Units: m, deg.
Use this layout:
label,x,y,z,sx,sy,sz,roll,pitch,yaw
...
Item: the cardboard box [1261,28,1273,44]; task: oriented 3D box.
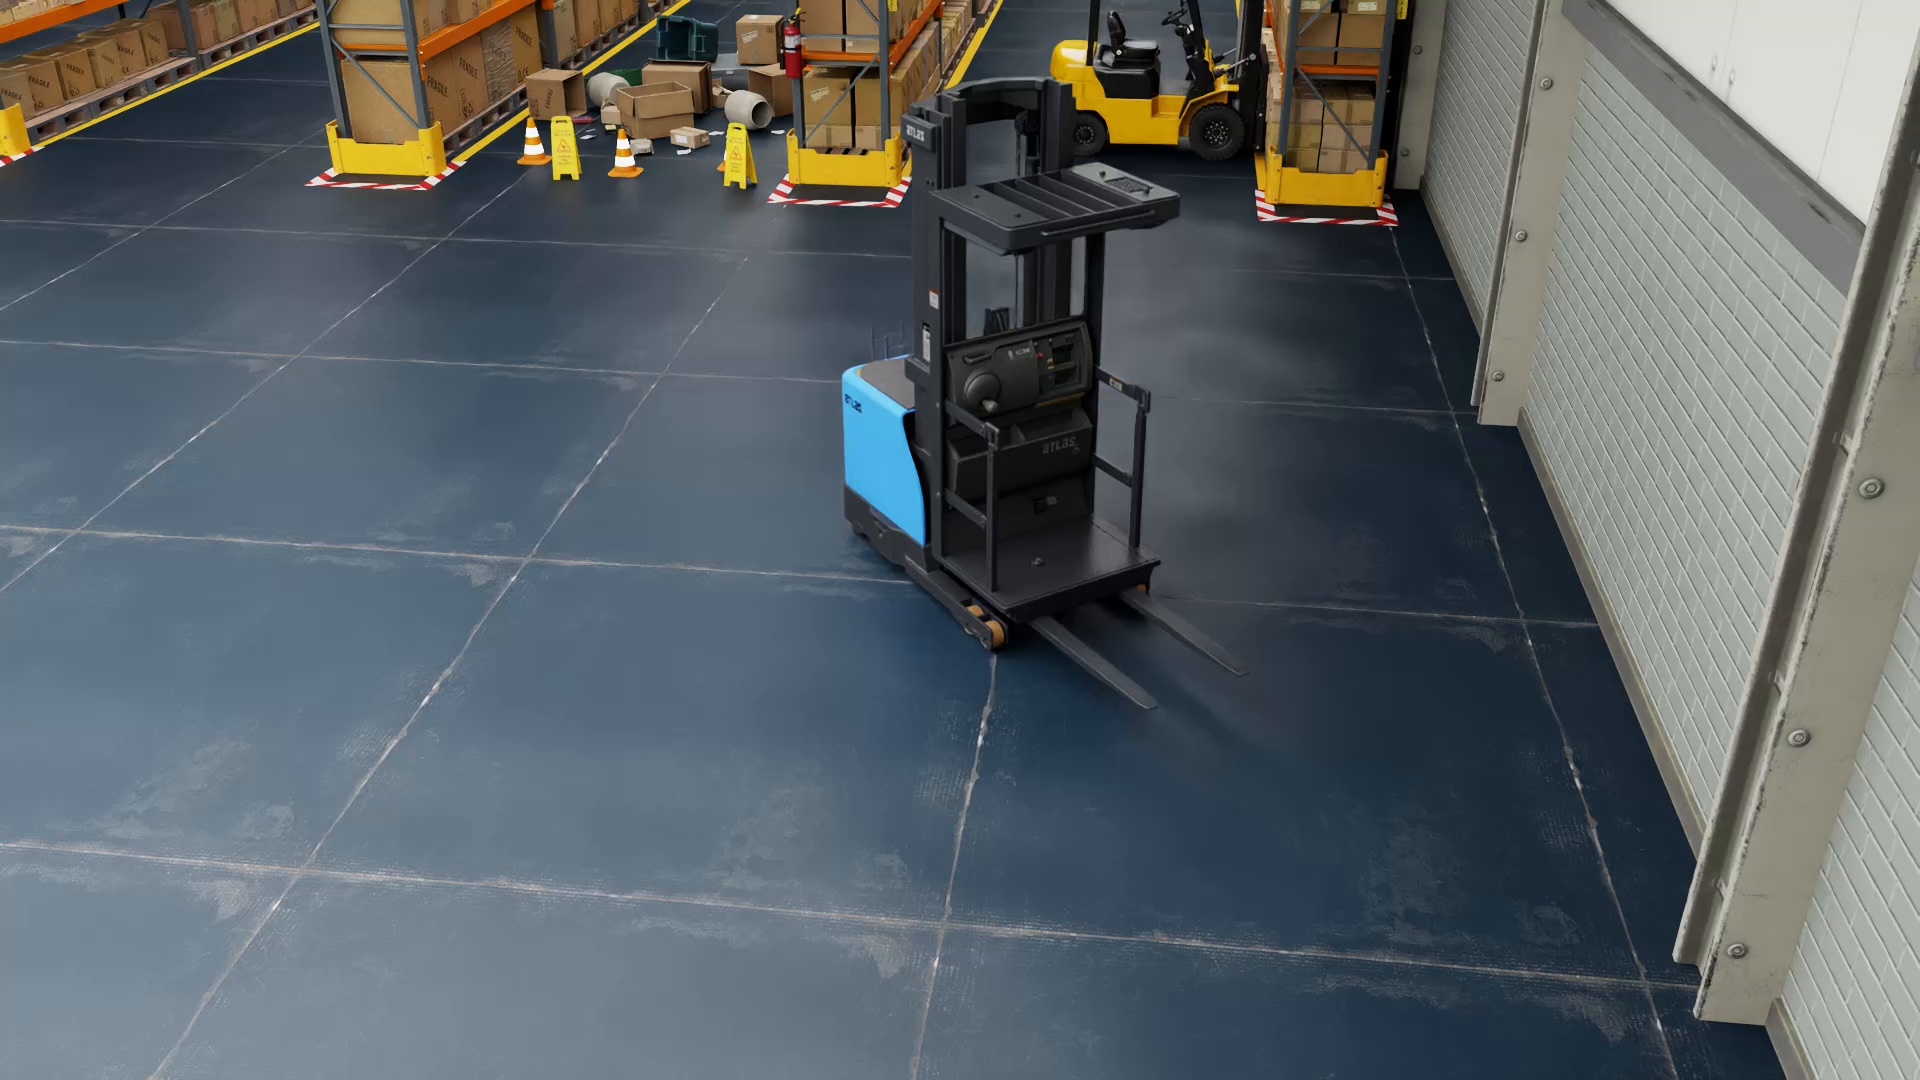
label,x,y,z,sx,sy,sz,roll,pitch,yaw
cardboard box,3.827,-5.887,19.708,0.500,0.250,0.500,3,28,5

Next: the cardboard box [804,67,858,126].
label,x,y,z,sx,sy,sz,roll,pitch,yaw
cardboard box,-1.379,-4.782,17.922,0.500,0.500,0.500,4,29,7

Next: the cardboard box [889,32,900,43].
label,x,y,z,sx,sy,sz,roll,pitch,yaw
cardboard box,-0.842,-5.362,17.598,0.380,0.149,0.250,2,28,5

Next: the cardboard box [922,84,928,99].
label,x,y,z,sx,sy,sz,roll,pitch,yaw
cardboard box,-0.657,-5.158,19.411,0.500,0.250,0.500,4,29,7

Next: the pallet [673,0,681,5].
label,x,y,z,sx,sy,sz,roll,pitch,yaw
pallet,-4.914,-8.804,26.661,1.003,0.211,1.213,3,28,6

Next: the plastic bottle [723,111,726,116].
label,x,y,z,sx,sy,sz,roll,pitch,yaw
plastic bottle,-2.748,-5.176,20.085,0.133,0.061,0.283,8,29,15

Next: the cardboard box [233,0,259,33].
label,x,y,z,sx,sy,sz,roll,pitch,yaw
cardboard box,-10.322,-7.412,23.309,0.700,0.500,0.500,1,28,2

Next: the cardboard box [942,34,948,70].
label,x,y,z,sx,sy,sz,roll,pitch,yaw
cardboard box,-0.667,-6.243,21.296,0.950,0.372,0.625,4,29,7

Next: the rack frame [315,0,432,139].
label,x,y,z,sx,sy,sz,roll,pitch,yaw
rack frame,-6.144,-5.325,17.264,1.000,3.000,0.127,3,28,6

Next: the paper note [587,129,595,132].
label,x,y,z,sx,sy,sz,roll,pitch,yaw
paper note,-4.310,-4.782,19.407,0.032,0.001,0.123,20,34,32

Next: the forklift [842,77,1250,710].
label,x,y,z,sx,sy,sz,roll,pitch,yaw
forklift,0.457,-0.924,9.167,1.130,2.935,3.031,-16,32,-27

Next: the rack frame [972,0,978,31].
label,x,y,z,sx,sy,sz,roll,pitch,yaw
rack frame,-0.238,-8.851,23.809,1.000,3.000,0.127,3,28,6

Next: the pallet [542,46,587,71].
label,x,y,z,sx,sy,sz,roll,pitch,yaw
pallet,-5.634,-6.348,22.103,1.003,0.211,1.213,3,28,6

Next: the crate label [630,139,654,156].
label,x,y,z,sx,sy,sz,roll,pitch,yaw
crate label,-3.555,-4.381,18.529,0.250,0.136,0.298,-11,30,-20

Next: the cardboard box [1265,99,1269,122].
label,x,y,z,sx,sy,sz,roll,pitch,yaw
cardboard box,3.572,-4.720,18.070,0.500,0.250,0.500,3,28,5

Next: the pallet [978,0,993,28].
label,x,y,z,sx,sy,sz,roll,pitch,yaw
pallet,-0.067,-7.990,25.151,1.003,0.211,1.213,3,28,6

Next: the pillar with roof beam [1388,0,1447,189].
label,x,y,z,sx,sy,sz,roll,pitch,yaw
pillar with roof beam,0.415,-7.965,15.839,9.100,9.000,0.400,3,28,6

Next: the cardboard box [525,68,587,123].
label,x,y,z,sx,sy,sz,roll,pitch,yaw
cardboard box,-4.825,-5.319,19.885,0.500,0.500,0.500,8,29,15

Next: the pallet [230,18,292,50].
label,x,y,z,sx,sy,sz,roll,pitch,yaw
pallet,-10.323,-7.259,23.793,1.003,0.211,1.213,3,28,6

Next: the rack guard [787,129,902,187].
label,x,y,z,sx,sy,sz,roll,pitch,yaw
rack guard,-1.209,-4.021,17.478,1.175,0.500,0.348,3,28,6

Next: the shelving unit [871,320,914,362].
label,x,y,z,sx,sy,sz,roll,pitch,yaw
shelving unit,-0.411,-0.807,10.774,0.258,1.200,0.189,-16,32,-27

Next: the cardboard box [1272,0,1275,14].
label,x,y,z,sx,sy,sz,roll,pitch,yaw
cardboard box,3.837,-6.286,18.941,0.500,0.500,0.500,4,29,7

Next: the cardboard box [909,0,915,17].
label,x,y,z,sx,sy,sz,roll,pitch,yaw
cardboard box,-0.764,-5.951,18.007,0.500,0.500,0.500,3,28,5

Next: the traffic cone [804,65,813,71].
label,x,y,z,sx,sy,sz,roll,pitch,yaw
traffic cone,-1.966,-6.516,22.150,0.336,0.463,0.334,3,28,6

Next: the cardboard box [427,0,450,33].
label,x,y,z,sx,sy,sz,roll,pitch,yaw
cardboard box,-6.098,-5.829,18.041,0.875,0.550,0.550,3,28,6

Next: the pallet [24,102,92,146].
label,x,y,z,sx,sy,sz,roll,pitch,yaw
pallet,-10.910,-4.850,19.322,1.003,0.211,1.213,3,28,6

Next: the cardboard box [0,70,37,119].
label,x,y,z,sx,sy,sz,roll,pitch,yaw
cardboard box,-10.961,-5.039,18.925,0.500,0.500,0.500,9,30,16

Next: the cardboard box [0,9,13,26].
label,x,y,z,sx,sy,sz,roll,pitch,yaw
cardboard box,-10.733,-5.788,18.387,0.380,0.149,0.250,3,28,6

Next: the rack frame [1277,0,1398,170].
label,x,y,z,sx,sy,sz,roll,pitch,yaw
rack frame,3.708,-4.799,16.287,1.000,3.000,0.127,3,28,6

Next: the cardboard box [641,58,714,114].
label,x,y,z,sx,sy,sz,roll,pitch,yaw
cardboard box,-3.410,-5.461,20.004,0.797,0.637,0.503,3,28,6

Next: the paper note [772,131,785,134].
label,x,y,z,sx,sy,sz,roll,pitch,yaw
paper note,-2.111,-4.744,19.315,0.142,0.019,0.148,-6,29,-11

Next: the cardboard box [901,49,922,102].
label,x,y,z,sx,sy,sz,roll,pitch,yaw
cardboard box,-0.714,-5.247,18.784,0.500,0.500,0.500,4,29,7

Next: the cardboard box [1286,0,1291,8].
label,x,y,z,sx,sy,sz,roll,pitch,yaw
cardboard box,3.474,-5.430,16.669,0.380,0.149,0.250,4,29,7

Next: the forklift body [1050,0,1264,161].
label,x,y,z,sx,sy,sz,roll,pitch,yaw
forklift body,2.130,-5.424,18.342,2.313,2.155,1.214,3,28,6

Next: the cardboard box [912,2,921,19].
label,x,y,z,sx,sy,sz,roll,pitch,yaw
cardboard box,-0.643,-5.968,18.723,0.380,0.149,0.250,4,29,7

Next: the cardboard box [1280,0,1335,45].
label,x,y,z,sx,sy,sz,roll,pitch,yaw
cardboard box,3.581,-5.333,17.174,0.500,0.500,0.500,4,29,8

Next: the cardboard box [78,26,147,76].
label,x,y,z,sx,sy,sz,roll,pitch,yaw
cardboard box,-10.715,-6.173,21.030,0.500,0.500,0.500,13,31,22

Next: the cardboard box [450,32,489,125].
label,x,y,z,sx,sy,sz,roll,pitch,yaw
cardboard box,-6.021,-5.312,19.037,0.875,0.875,0.875,3,28,5

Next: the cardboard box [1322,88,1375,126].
label,x,y,z,sx,sy,sz,roll,pitch,yaw
cardboard box,3.955,-4.428,17.002,0.500,0.250,0.500,3,28,5

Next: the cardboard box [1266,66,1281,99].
label,x,y,z,sx,sy,sz,roll,pitch,yaw
cardboard box,3.564,-4.927,17.927,0.500,0.250,0.500,4,29,7

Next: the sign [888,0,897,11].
label,x,y,z,sx,sy,sz,roll,pitch,yaw
sign,-0.680,-5.435,16.555,0.100,0.325,0.005,3,28,6

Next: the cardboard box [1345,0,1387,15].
label,x,y,z,sx,sy,sz,roll,pitch,yaw
cardboard box,4.007,-5.273,16.377,0.380,0.149,0.250,3,28,5

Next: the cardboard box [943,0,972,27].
label,x,y,z,sx,sy,sz,roll,pitch,yaw
cardboard box,-0.318,-7.614,23.840,0.950,0.372,0.625,1,28,3

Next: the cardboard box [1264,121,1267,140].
label,x,y,z,sx,sy,sz,roll,pitch,yaw
cardboard box,3.593,-4.481,18.153,0.500,0.250,0.500,4,29,7

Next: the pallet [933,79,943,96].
label,x,y,z,sx,sy,sz,roll,pitch,yaw
pallet,-0.776,-5.422,20.384,1.003,0.211,1.213,3,28,6

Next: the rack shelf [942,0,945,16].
label,x,y,z,sx,sy,sz,roll,pitch,yaw
rack shelf,-0.484,-7.593,22.232,1.077,0.370,4.000,3,28,6

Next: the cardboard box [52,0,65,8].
label,x,y,z,sx,sy,sz,roll,pitch,yaw
cardboard box,-10.636,-6.260,19.264,0.380,0.149,0.250,3,28,6

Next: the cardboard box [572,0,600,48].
label,x,y,z,sx,sy,sz,roll,pitch,yaw
cardboard box,-5.545,-7.154,22.588,1.050,0.750,0.750,3,28,6
